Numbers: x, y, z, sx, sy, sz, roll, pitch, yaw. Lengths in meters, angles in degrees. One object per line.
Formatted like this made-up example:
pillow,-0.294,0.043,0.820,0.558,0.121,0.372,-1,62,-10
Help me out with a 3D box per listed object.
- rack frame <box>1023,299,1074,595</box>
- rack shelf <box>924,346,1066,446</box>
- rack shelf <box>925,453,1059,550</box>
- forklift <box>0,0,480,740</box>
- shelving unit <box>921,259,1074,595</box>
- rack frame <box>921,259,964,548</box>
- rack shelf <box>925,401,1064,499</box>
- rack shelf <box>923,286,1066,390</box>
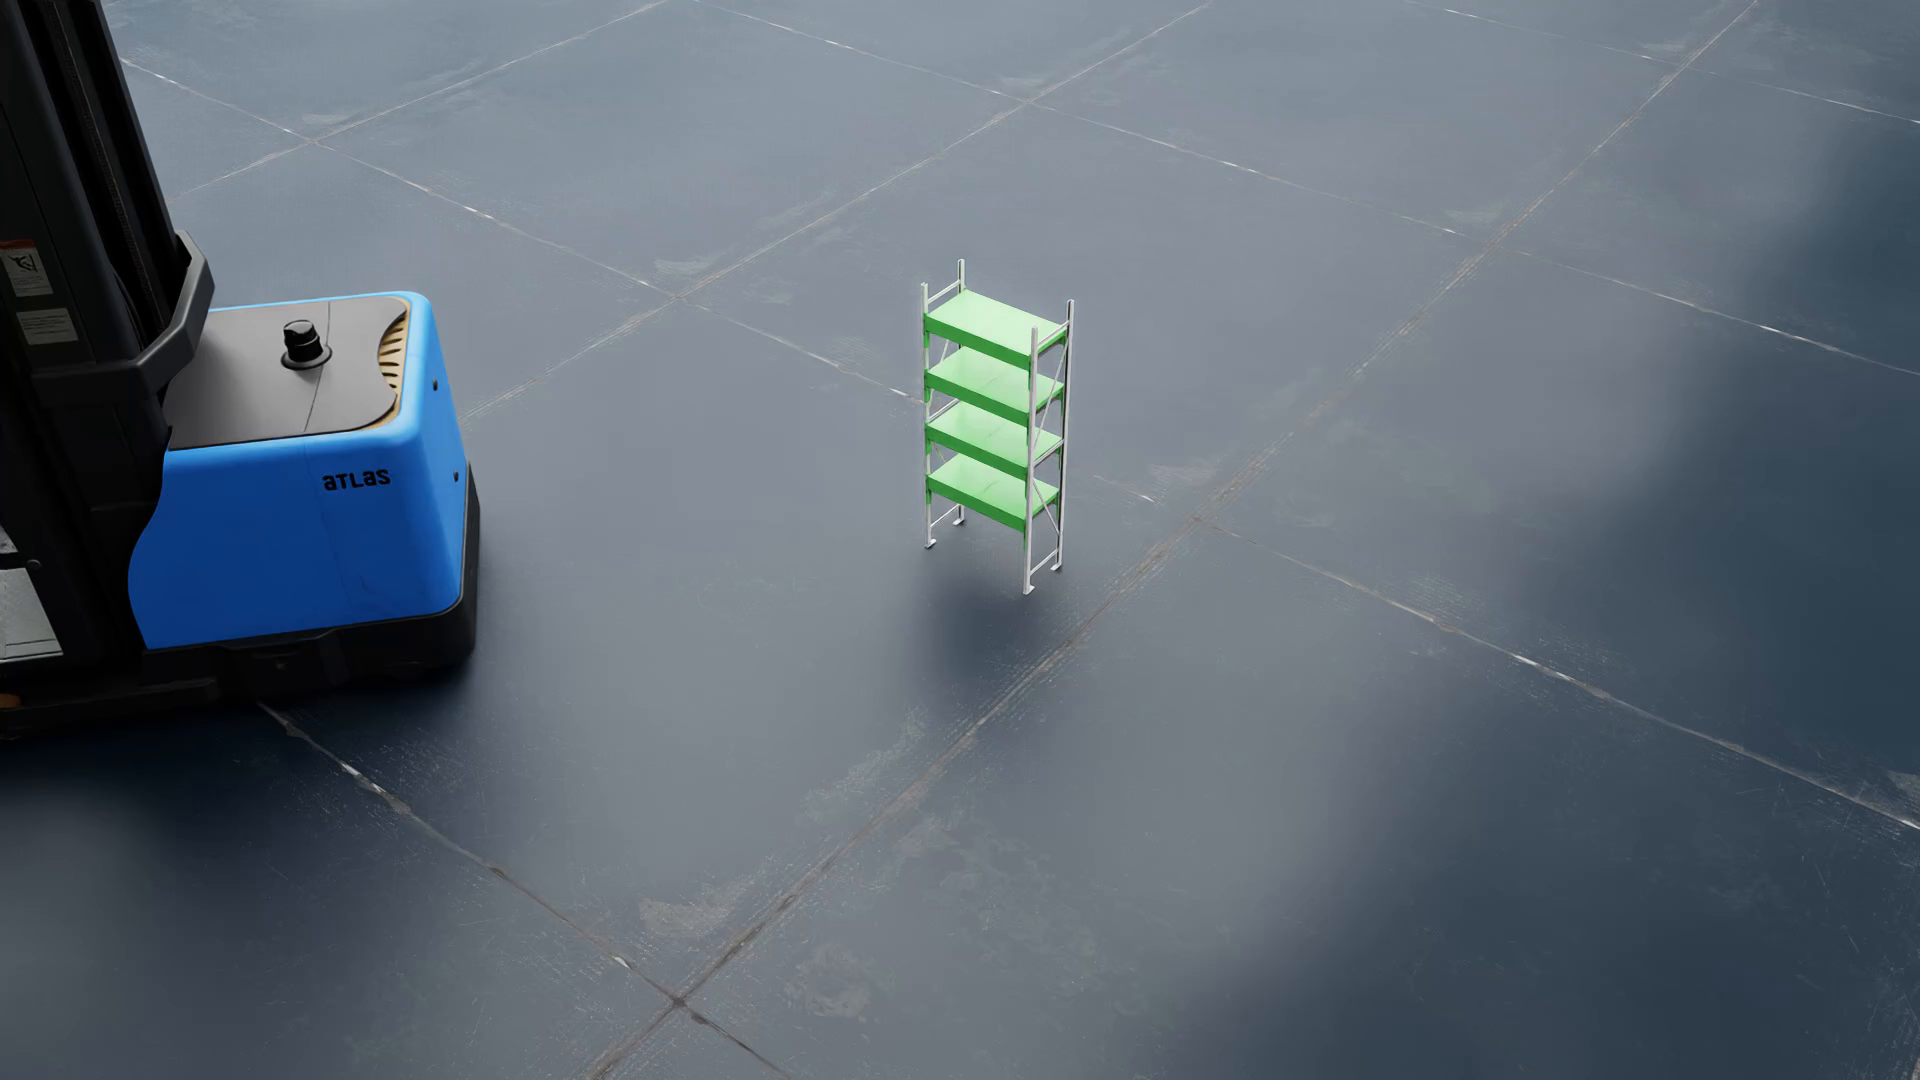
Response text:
rack frame,0.325,-0.319,6.184,0.015,1.200,0.240,25,45,29
rack shelf,0.132,-0.549,6.192,0.480,0.148,0.258,25,45,29
rack shelf,0.131,-0.171,6.488,0.480,0.148,0.258,25,45,29
forklift,-3.360,-0.781,5.370,3.031,2.935,1.130,-7,39,-9
shelving unit,0.132,-0.410,6.301,0.503,1.200,0.258,25,45,29
rack frame,-0.062,-0.502,6.418,0.015,1.200,0.240,25,45,29
rack shelf,0.132,-0.360,6.340,0.480,0.148,0.258,25,45,29
rack shelf,0.132,-0.738,6.044,0.480,0.148,0.258,25,45,29
